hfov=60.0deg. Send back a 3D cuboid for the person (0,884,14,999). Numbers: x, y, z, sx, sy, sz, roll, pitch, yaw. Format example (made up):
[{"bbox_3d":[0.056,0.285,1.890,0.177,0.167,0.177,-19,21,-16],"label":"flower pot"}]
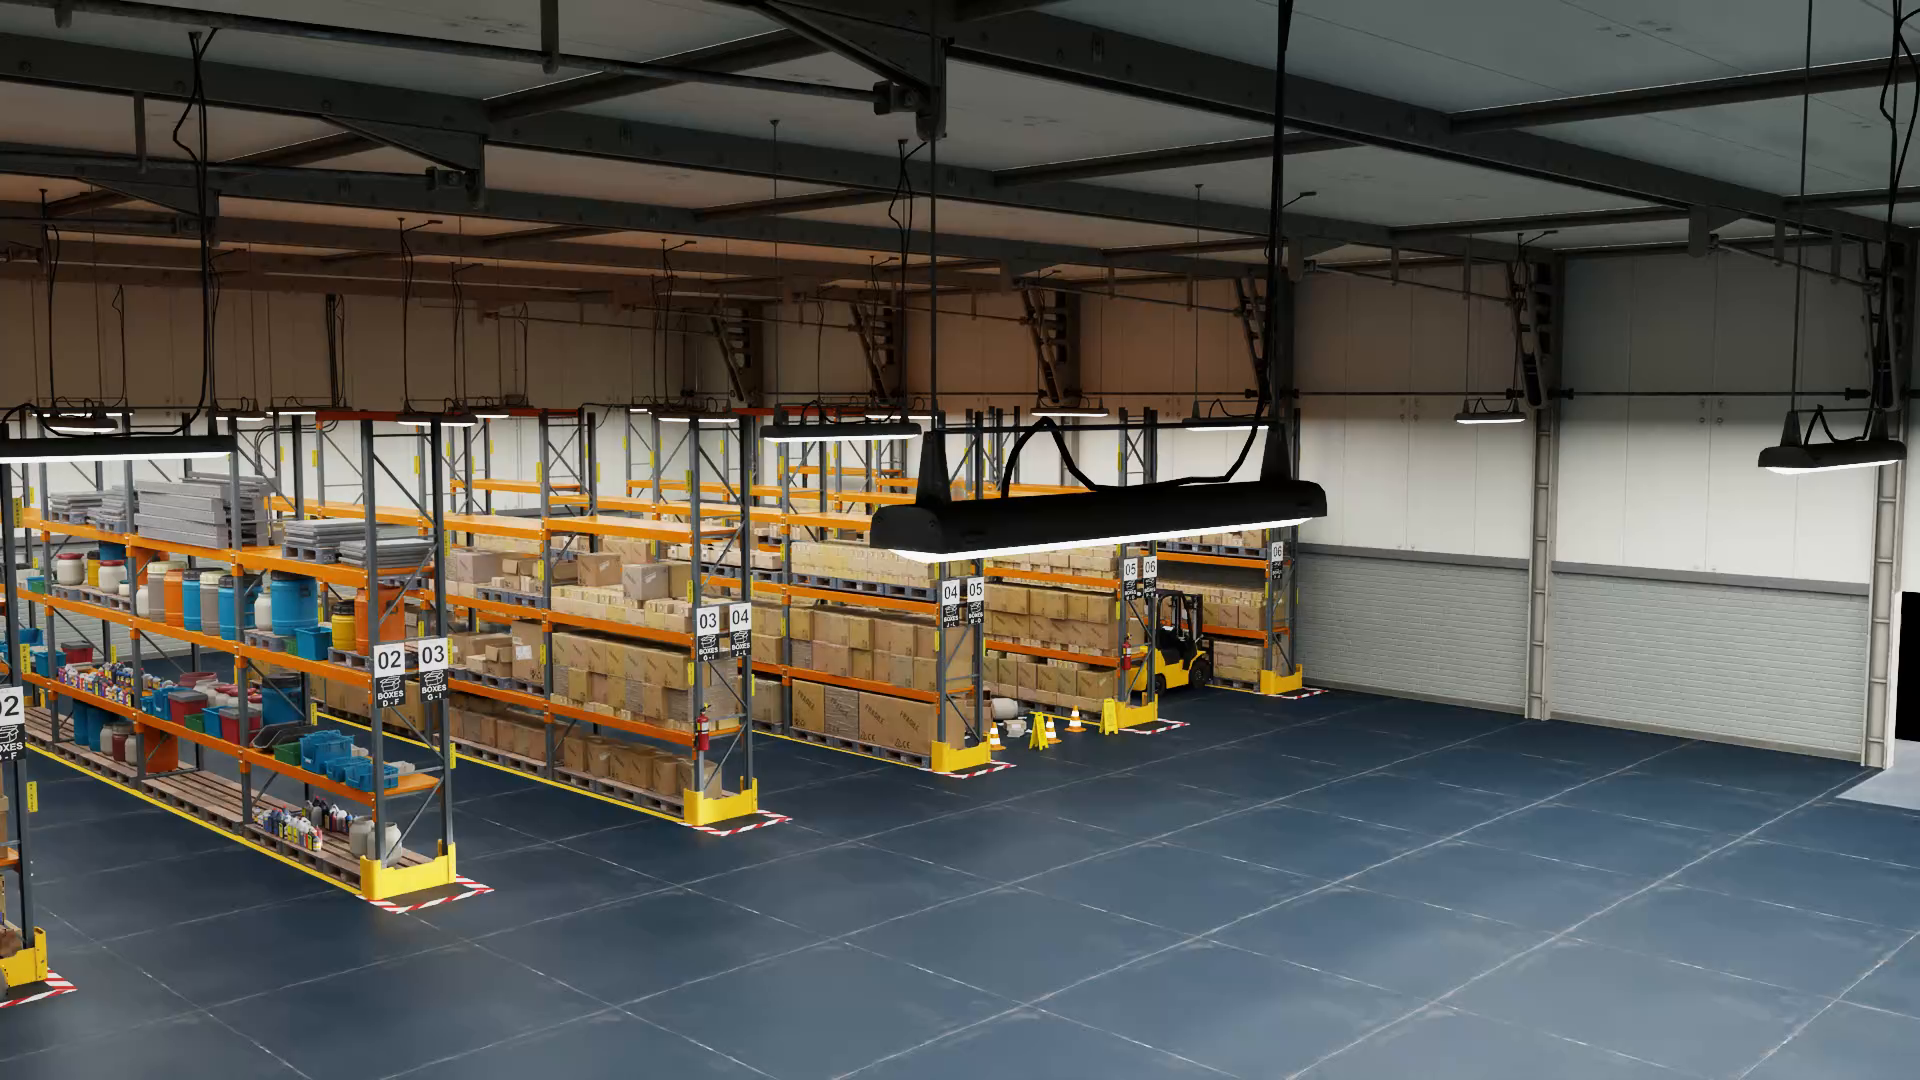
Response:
[{"bbox_3d":[-9.667,4.109,16.360,0.601,1.550,0.776,-1,5,-15],"label":"person"}]

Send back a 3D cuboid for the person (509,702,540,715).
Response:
[{"bbox_3d":[-8.397,2.601,32.045,0.868,1.826,0.612,5,7,43],"label":"person"}]
